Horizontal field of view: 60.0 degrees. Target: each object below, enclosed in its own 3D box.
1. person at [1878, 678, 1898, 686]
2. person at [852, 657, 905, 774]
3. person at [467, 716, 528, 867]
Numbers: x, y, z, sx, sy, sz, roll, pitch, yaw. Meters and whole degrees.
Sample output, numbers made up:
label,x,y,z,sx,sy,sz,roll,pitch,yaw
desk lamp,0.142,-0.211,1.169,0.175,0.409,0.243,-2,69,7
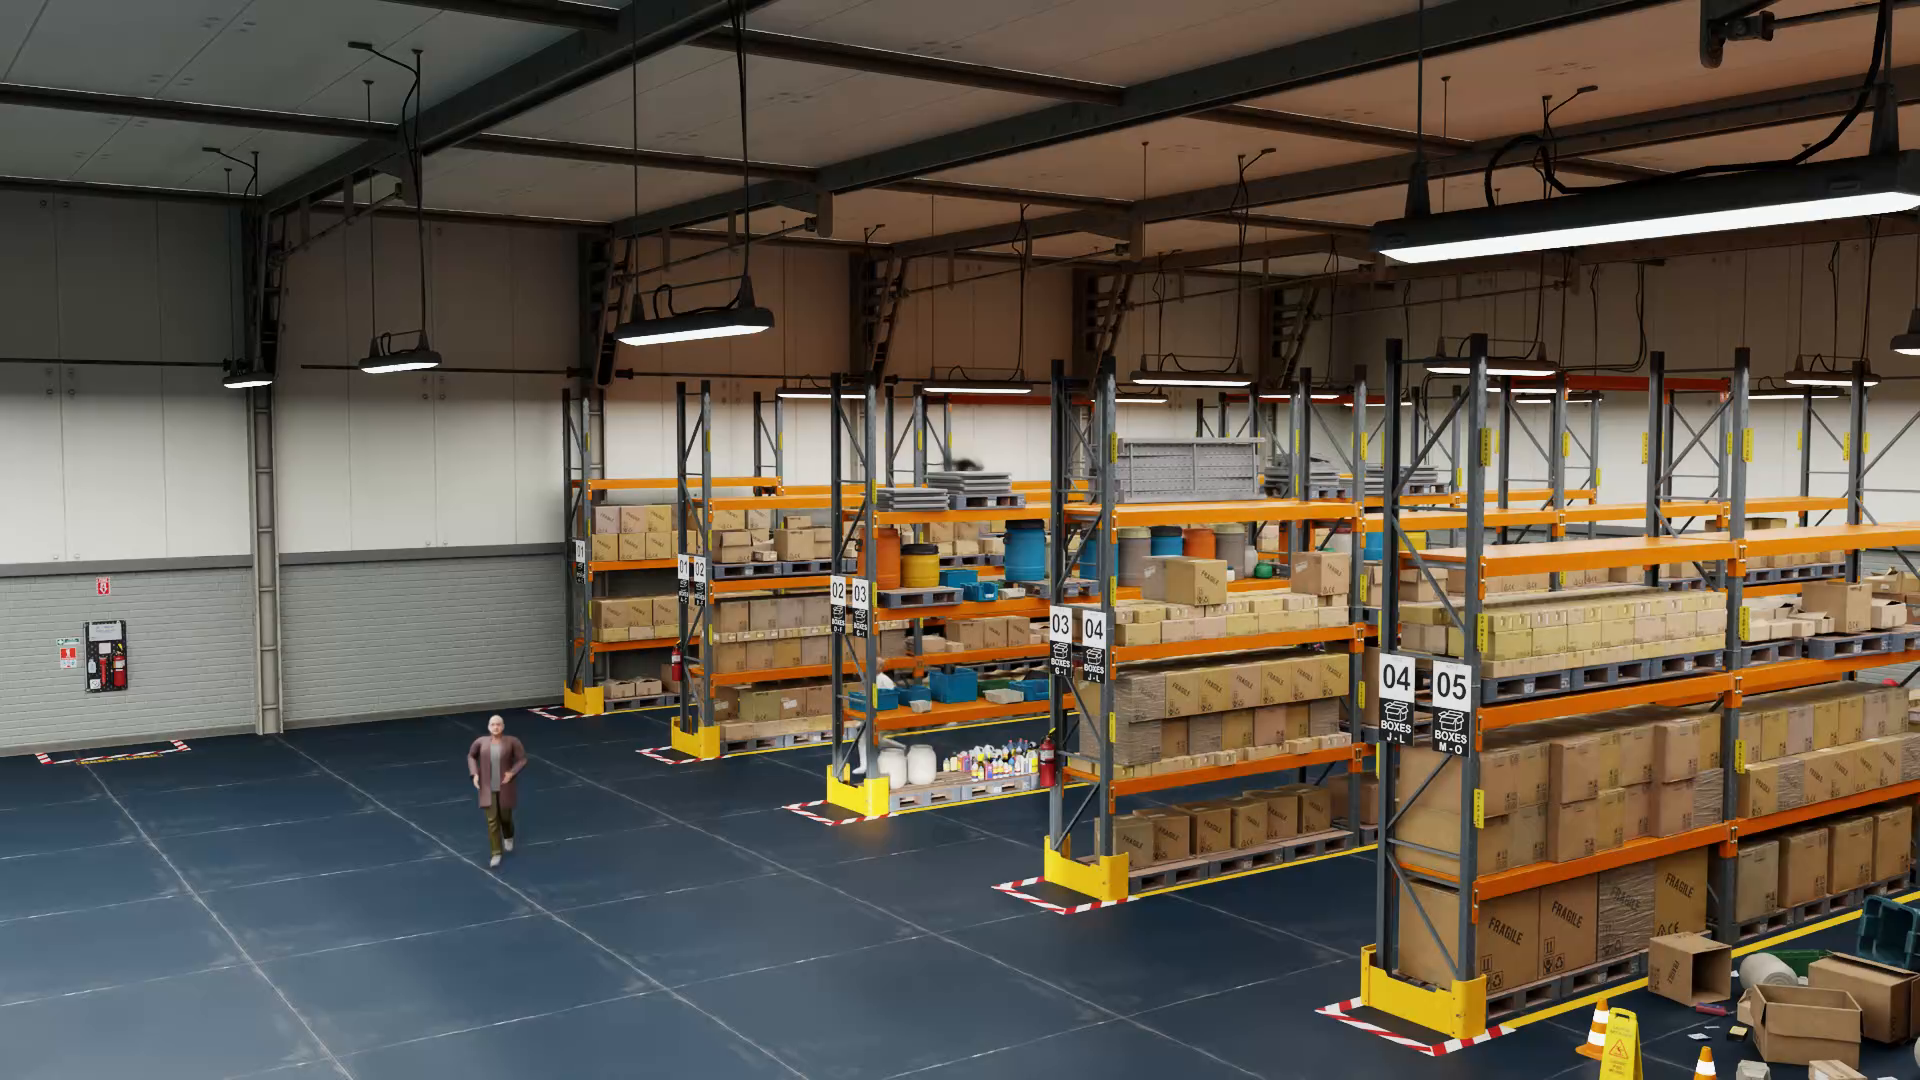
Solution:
label,x,y,z,sx,sy,sz,roll,pitch,yaw
person,12.717,2.778,22.839,1.051,1.757,0.675,-2,4,-30
person,-1.252,2.641,25.114,0.897,1.744,0.719,-3,5,-40
person,-5.587,2.988,20.070,0.720,1.760,0.883,-1,4,-10
